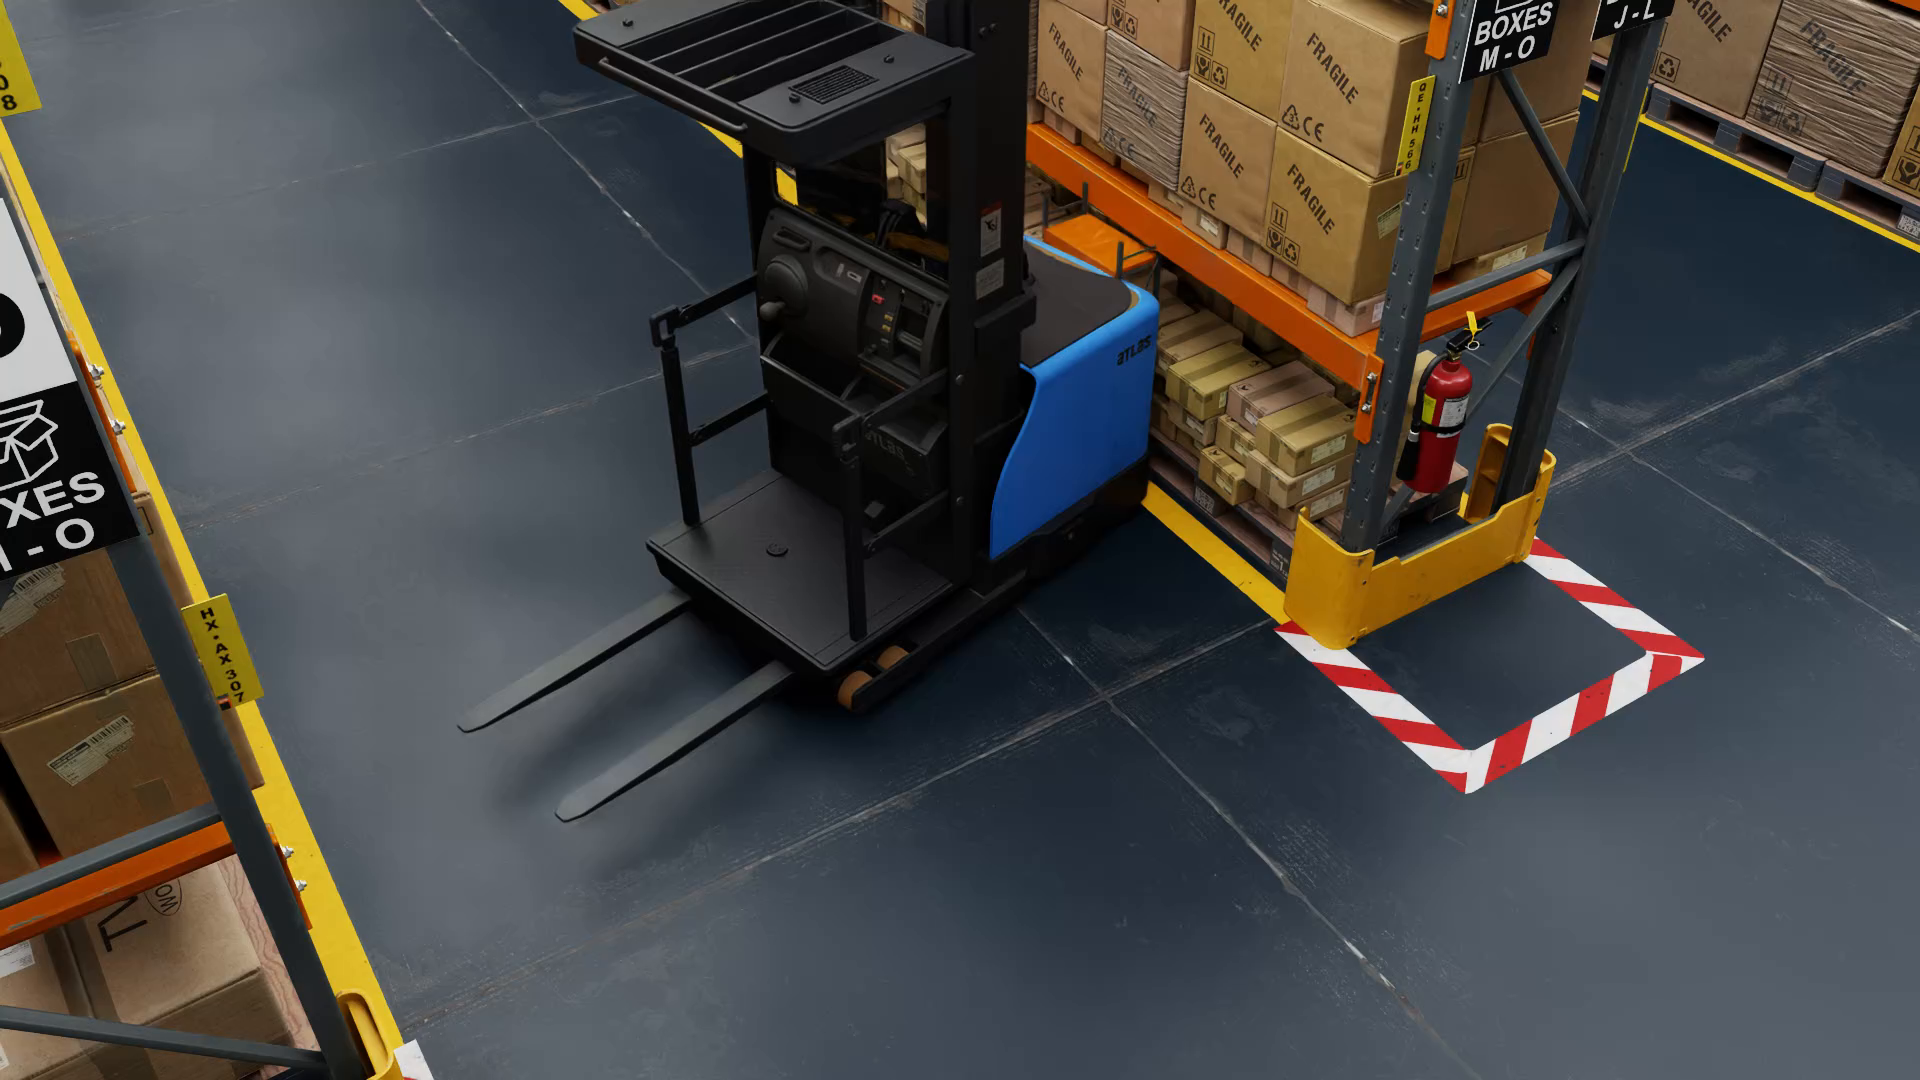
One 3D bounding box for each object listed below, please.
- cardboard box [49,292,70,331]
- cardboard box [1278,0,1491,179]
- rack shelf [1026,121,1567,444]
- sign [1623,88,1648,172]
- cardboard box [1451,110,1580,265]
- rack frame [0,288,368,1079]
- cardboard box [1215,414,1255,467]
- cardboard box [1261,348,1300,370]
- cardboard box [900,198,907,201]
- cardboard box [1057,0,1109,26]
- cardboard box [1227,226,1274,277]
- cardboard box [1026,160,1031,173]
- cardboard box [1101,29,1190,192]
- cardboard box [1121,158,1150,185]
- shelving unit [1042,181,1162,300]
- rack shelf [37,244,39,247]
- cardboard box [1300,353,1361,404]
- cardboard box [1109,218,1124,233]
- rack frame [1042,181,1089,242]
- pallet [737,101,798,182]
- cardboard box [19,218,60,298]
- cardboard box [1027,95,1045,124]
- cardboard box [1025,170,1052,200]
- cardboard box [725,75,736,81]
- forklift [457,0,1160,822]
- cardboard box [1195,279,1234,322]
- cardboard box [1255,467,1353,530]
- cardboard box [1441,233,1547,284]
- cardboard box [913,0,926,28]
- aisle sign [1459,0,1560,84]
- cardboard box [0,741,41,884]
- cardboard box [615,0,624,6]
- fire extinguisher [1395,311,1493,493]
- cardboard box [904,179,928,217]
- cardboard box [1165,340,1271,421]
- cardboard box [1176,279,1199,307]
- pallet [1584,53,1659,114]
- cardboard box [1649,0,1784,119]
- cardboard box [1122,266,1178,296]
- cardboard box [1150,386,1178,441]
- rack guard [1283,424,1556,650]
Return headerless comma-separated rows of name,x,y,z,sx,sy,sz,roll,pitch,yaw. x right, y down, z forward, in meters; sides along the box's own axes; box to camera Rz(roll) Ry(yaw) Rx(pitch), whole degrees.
cardboard box,-2.378,-0.441,4.070,0.380,0.149,0.250,-21,44,-23
cardboard box,1.487,-1.642,5.786,0.500,0.500,0.500,-23,45,-25
rack shelf,0.867,-1.747,7.566,1.077,0.370,4.000,-22,45,-24
sign,2.400,-1.464,5.987,0.100,0.325,0.005,-22,45,-24
cardboard box,1.934,-1.434,6.318,0.500,0.500,0.500,-20,44,-22
rack frame,-2.176,0.814,3.930,1.000,3.000,0.127,-22,45,-24
cardboard box,1.323,-0.471,7.138,0.380,0.149,0.250,-23,45,-25
cardboard box,1.572,-0.765,7.491,0.380,0.149,0.250,-22,44,-24
cardboard box,-0.283,-1.862,9.040,0.380,0.149,0.250,-24,46,-26
cardboard box,0.640,-2.478,6.789,0.500,0.500,0.500,-24,45,-26
cardboard box,1.280,-1.204,6.548,0.380,0.149,0.250,-23,45,-25
cardboard box,0.513,-2.039,8.788,0.380,0.149,0.250,-23,45,-25
cardboard box,0.931,-1.801,6.758,0.500,0.500,0.500,-22,45,-24
cardboard box,0.911,-1.652,7.085,0.380,0.149,0.250,-24,45,-26
shelving unit,0.601,-0.910,7.340,0.258,1.200,0.503,-25,45,-27
rack shelf,-5.403,-2.148,8.046,1.077,0.370,4.000,-22,45,-24
cardboard box,1.698,-0.746,7.236,0.380,0.149,0.250,-21,44,-24
cardboard box,0.966,-1.617,8.281,0.380,0.149,0.250,-24,45,-26
rack frame,0.457,-1.033,7.493,0.240,1.200,0.015,-25,45,-27
pallet,-0.628,-2.452,10.027,1.003,0.211,1.213,-22,45,-24
cardboard box,-2.761,-0.517,4.668,0.500,0.500,0.500,-23,45,-25
cardboard box,0.418,-2.047,7.560,0.380,0.149,0.250,-20,44,-23
cardboard box,0.238,-1.719,8.404,0.380,0.149,0.250,-23,45,-25
cardboard box,-1.094,-2.894,10.004,0.500,0.500,0.500,-23,45,-25
forklift,-0.553,-0.827,5.953,1.130,2.935,3.031,32,49,32
cardboard box,1.326,-1.184,7.762,0.380,0.149,0.250,-20,44,-23
cardboard box,1.484,-0.223,7.073,0.380,0.149,0.250,-21,44,-24
cardboard box,2.045,-1.135,6.466,0.380,0.149,0.250,-23,45,-25
cardboard box,0.118,-2.637,7.761,0.500,0.500,0.500,-22,45,-24
aisle sign,1.729,-1.800,5.036,0.394,0.787,0.004,-22,45,-24
cardboard box,-2.659,0.607,4.101,0.500,0.500,0.500,-22,45,-24
cardboard box,-2.193,-3.994,11.324,0.500,0.500,0.500,-24,45,-26
fire extinguisher,1.689,-0.476,5.830,0.296,0.674,0.183,-22,45,-24
cardboard box,-0.071,-1.872,8.820,0.380,0.149,0.250,-22,45,-24
cardboard box,1.111,-0.689,7.168,0.380,0.149,0.250,-23,45,-25
cardboard box,1.122,-1.183,7.993,0.380,0.149,0.250,-20,44,-22
pallet,4.371,-3.247,10.982,1.003,0.211,1.213,-22,45,-24
cardboard box,4.800,-3.231,10.116,0.875,0.875,0.875,-22,45,-24
cardboard box,0.786,-1.157,7.729,0.380,0.149,0.250,-24,45,-26
cardboard box,1.047,-0.628,7.559,0.380,0.149,0.250,-22,44,-24
rack guard,1.902,-0.025,6.889,1.175,0.500,0.348,-22,45,-24
